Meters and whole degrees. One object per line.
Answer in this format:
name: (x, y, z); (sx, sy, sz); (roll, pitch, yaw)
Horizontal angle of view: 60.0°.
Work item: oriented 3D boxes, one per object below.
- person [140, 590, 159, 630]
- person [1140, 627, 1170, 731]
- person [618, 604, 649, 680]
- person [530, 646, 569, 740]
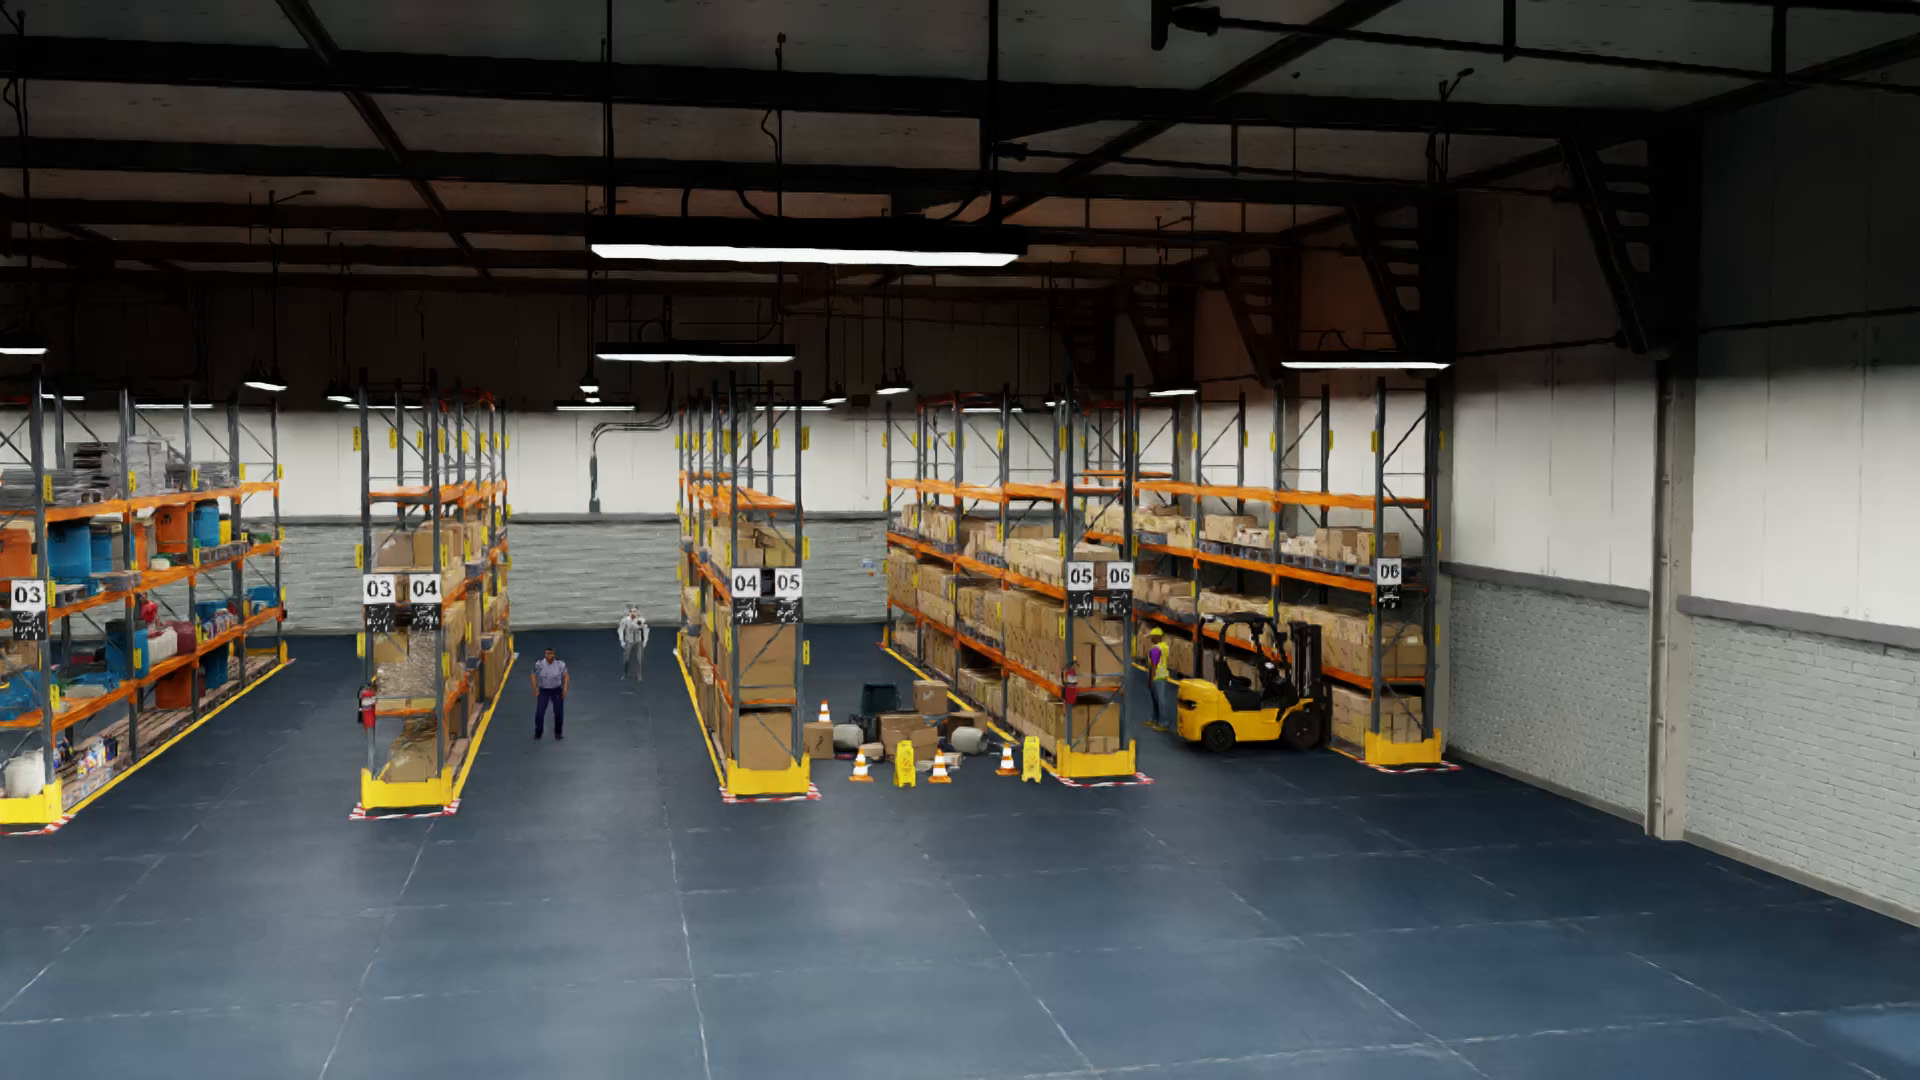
person: (-18.307, 1.942, 37.323); (0.542, 1.645, 1.126); (-1, 3, -9)
person: (3.394, 2.389, 28.855); (0.573, 1.764, 0.669); (1, 4, 18)
person: (-6.822, 2.129, 34.742); (0.637, 1.628, 0.498); (-1, 4, -14)
person: (-6.860, 2.557, 27.819); (0.625, 1.596, 0.517); (-1, 4, -14)
